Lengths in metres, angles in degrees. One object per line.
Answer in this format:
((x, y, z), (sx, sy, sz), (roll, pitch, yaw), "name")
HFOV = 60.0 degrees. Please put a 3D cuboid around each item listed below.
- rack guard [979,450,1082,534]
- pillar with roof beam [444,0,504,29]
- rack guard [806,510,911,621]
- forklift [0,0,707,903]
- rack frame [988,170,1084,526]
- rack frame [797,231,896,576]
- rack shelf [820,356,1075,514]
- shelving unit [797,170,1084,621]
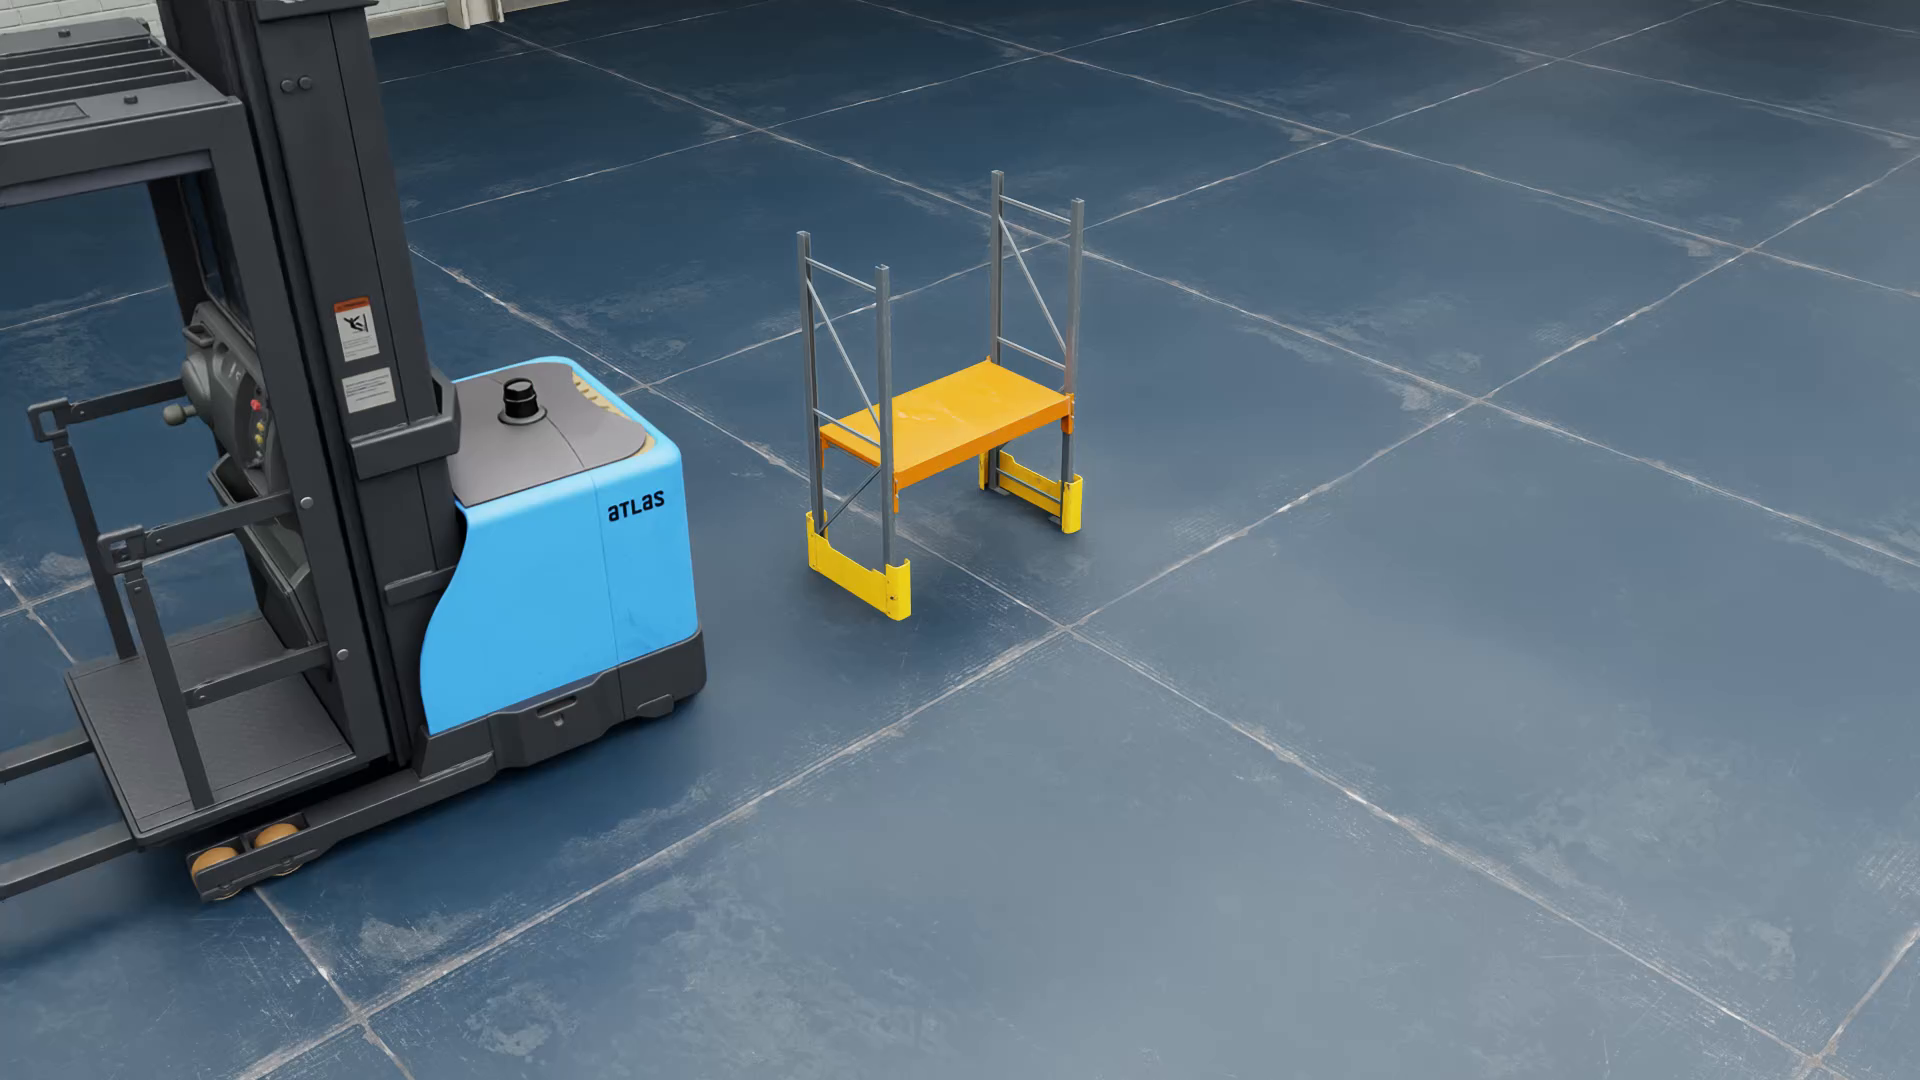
((0.309, -0.256, 7.429), (0.087, 0.250, 0.587), (-26, 40, -35), "rack guard")
((-1.373, -6.797, 9.739), (0.400, 9.000, 9.100), (-26, 40, -35), "pillar with roof beam")
((-0.421, 0.097, 6.852), (0.087, 0.250, 0.587), (-26, 40, -35), "rack guard")
((-2.444, -0.406, 5.105), (3.031, 2.935, 1.130), (-21, 37, -30), "forklift")
((0.310, -0.790, 7.104), (0.032, 1.500, 0.500), (-26, 40, -35), "rack frame")
((-0.435, -0.429, 6.514), (0.032, 1.500, 0.500), (-26, 40, -35), "rack frame")
((-0.063, -0.456, 6.903), (1.000, 0.185, 0.538), (-26, 40, -35), "rack shelf")
((-0.056, -0.613, 6.815), (1.083, 1.500, 0.587), (-26, 40, -35), "shelving unit")
